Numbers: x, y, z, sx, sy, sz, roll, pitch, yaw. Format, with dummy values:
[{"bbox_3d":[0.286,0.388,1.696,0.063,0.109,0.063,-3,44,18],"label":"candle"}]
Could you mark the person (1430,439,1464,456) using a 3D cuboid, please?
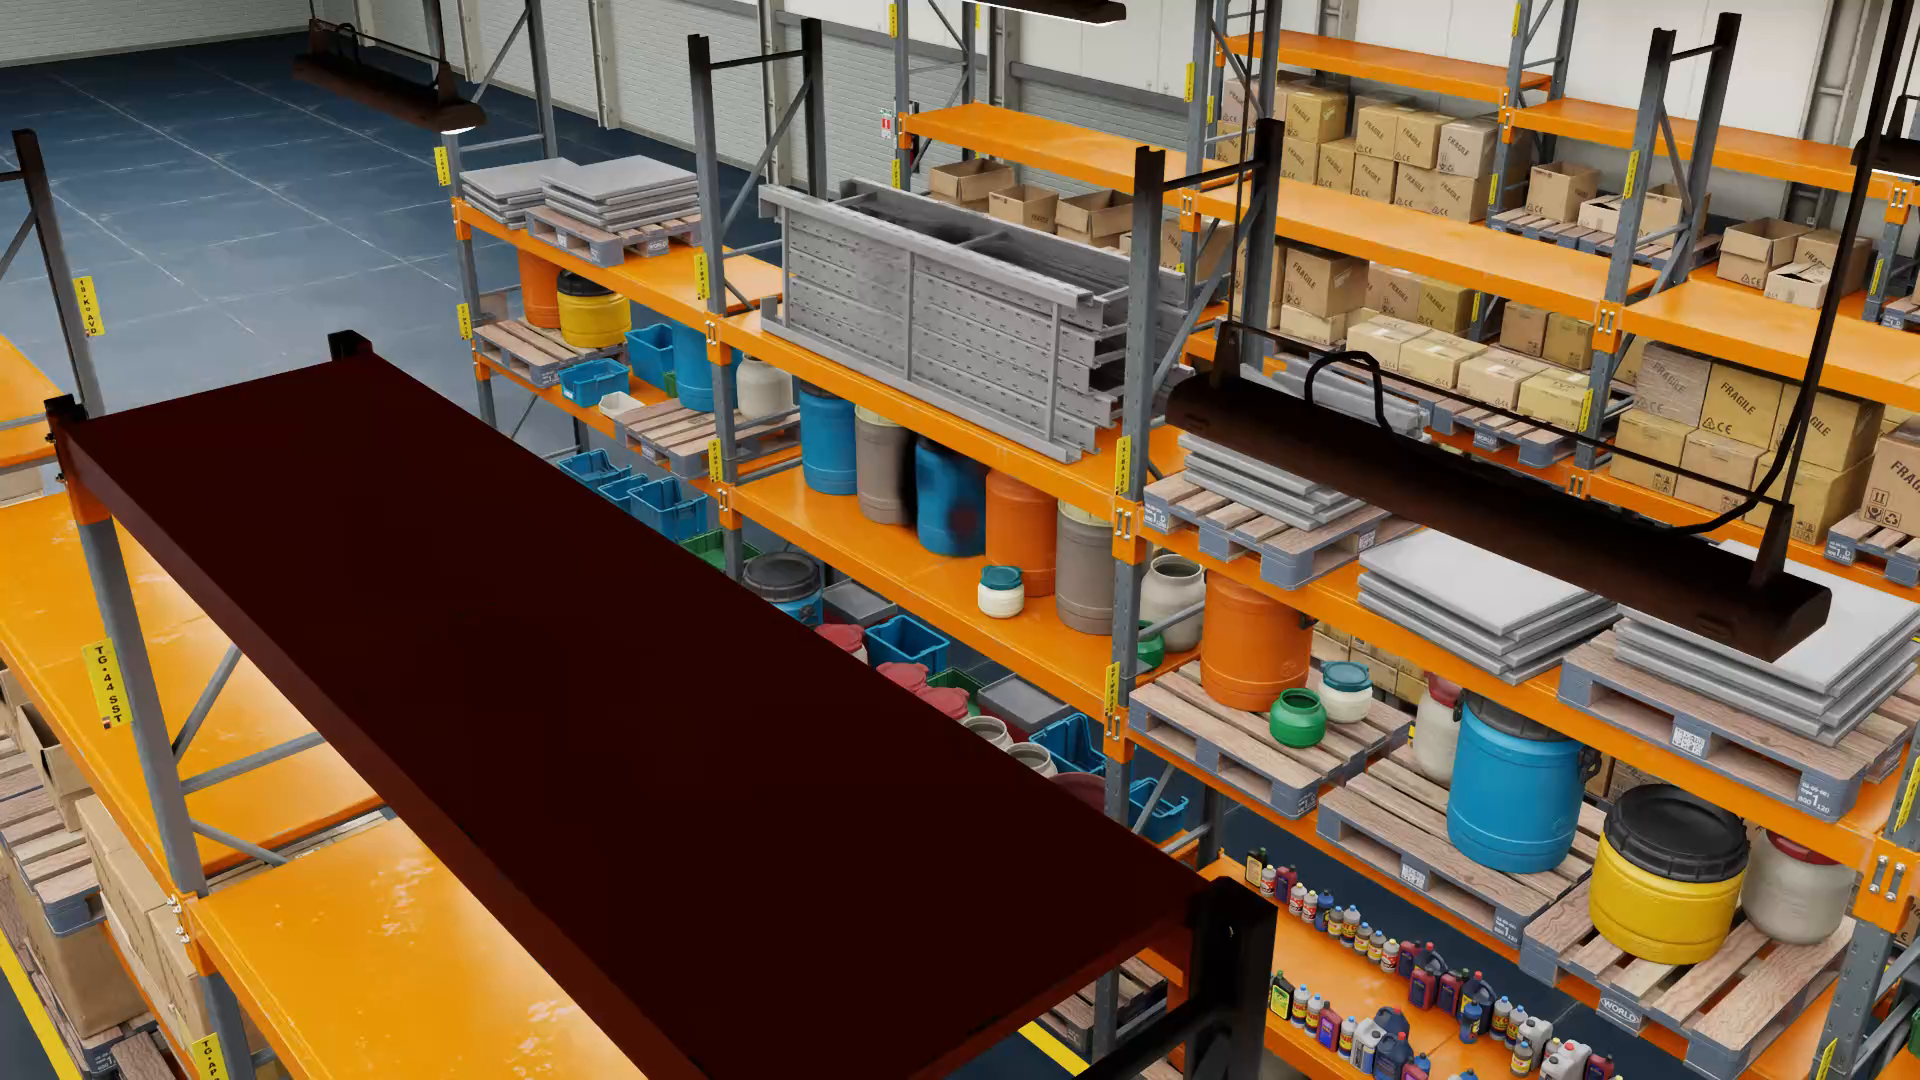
[{"bbox_3d":[5.181,-0.818,17.469,1.002,1.627,0.619,22,34,36],"label":"person"}]
